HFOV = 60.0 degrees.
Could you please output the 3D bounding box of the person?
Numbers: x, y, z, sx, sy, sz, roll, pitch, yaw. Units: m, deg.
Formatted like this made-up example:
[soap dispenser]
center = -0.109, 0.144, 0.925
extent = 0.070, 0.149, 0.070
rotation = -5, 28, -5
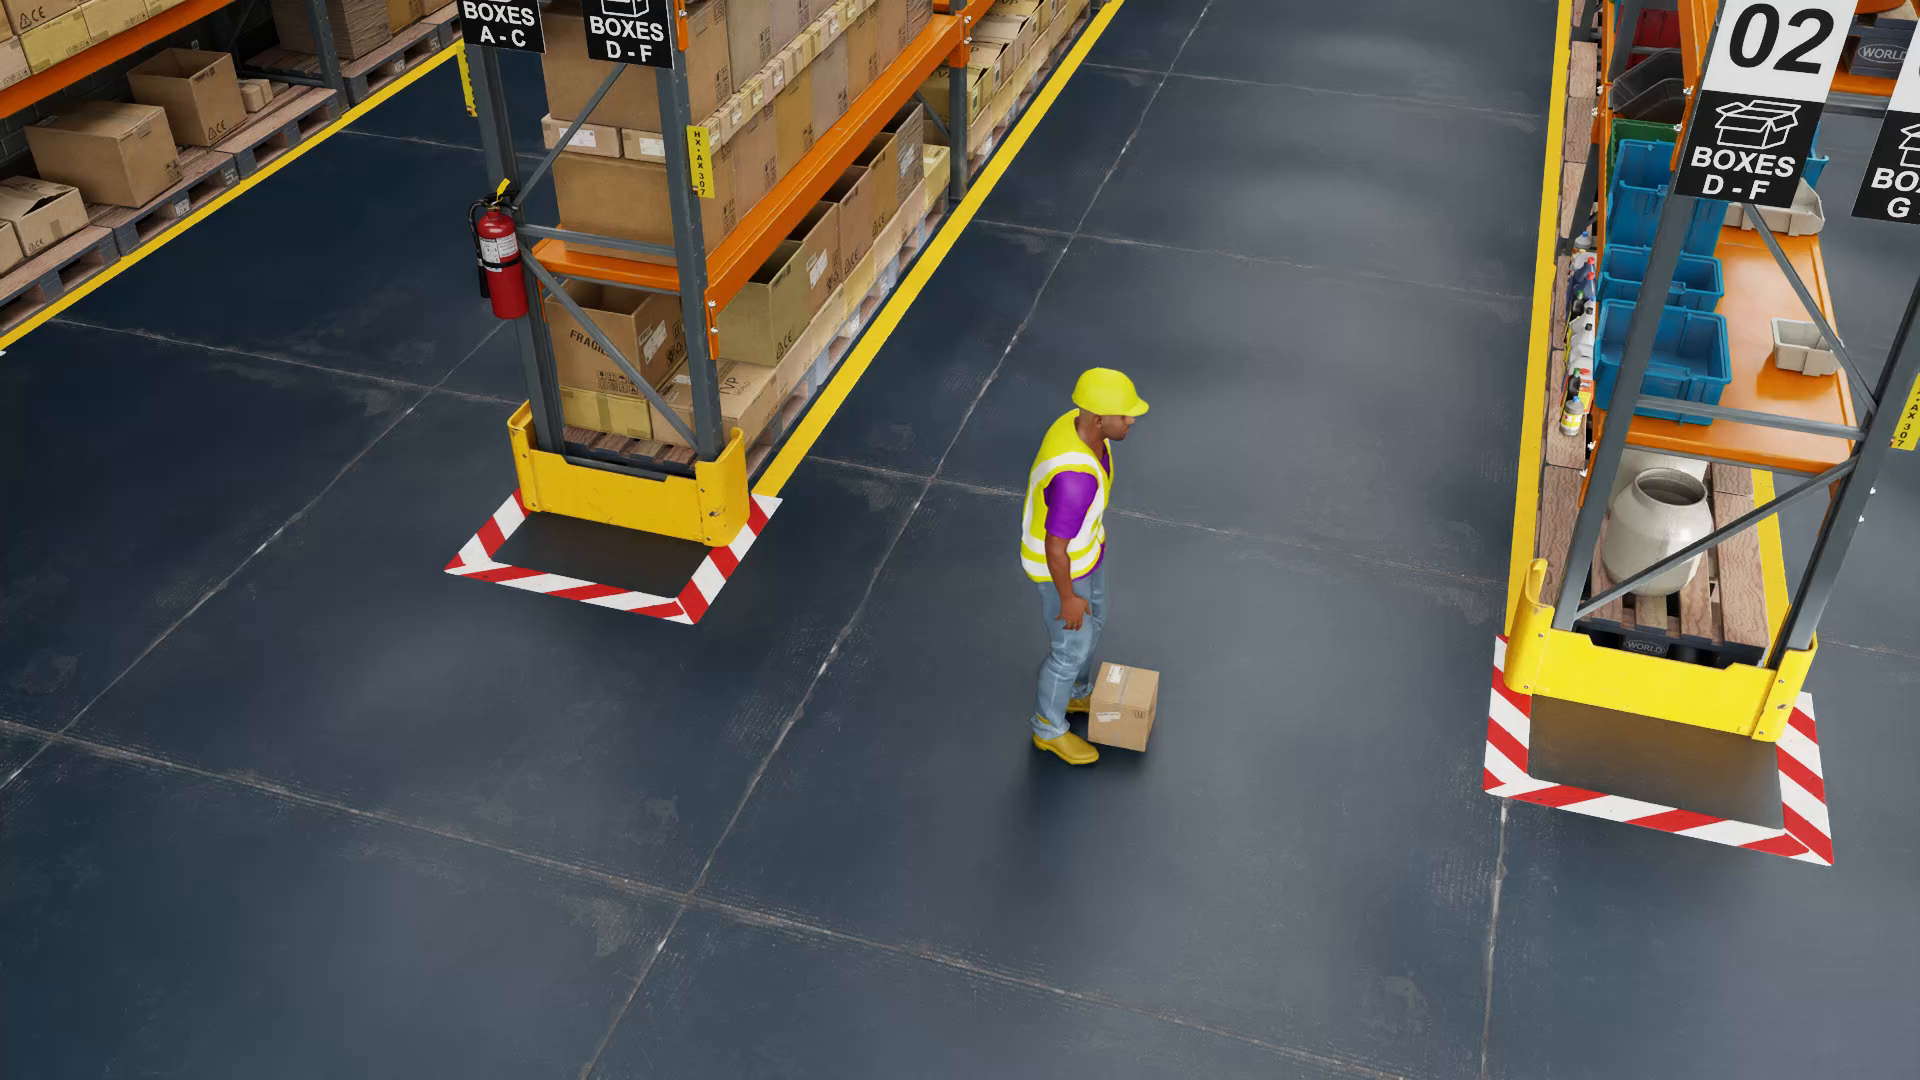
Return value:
[person]
center = 0.485, 0.074, 6.779
extent = 0.460, 1.759, 0.634
rotation = 8, 38, 11
